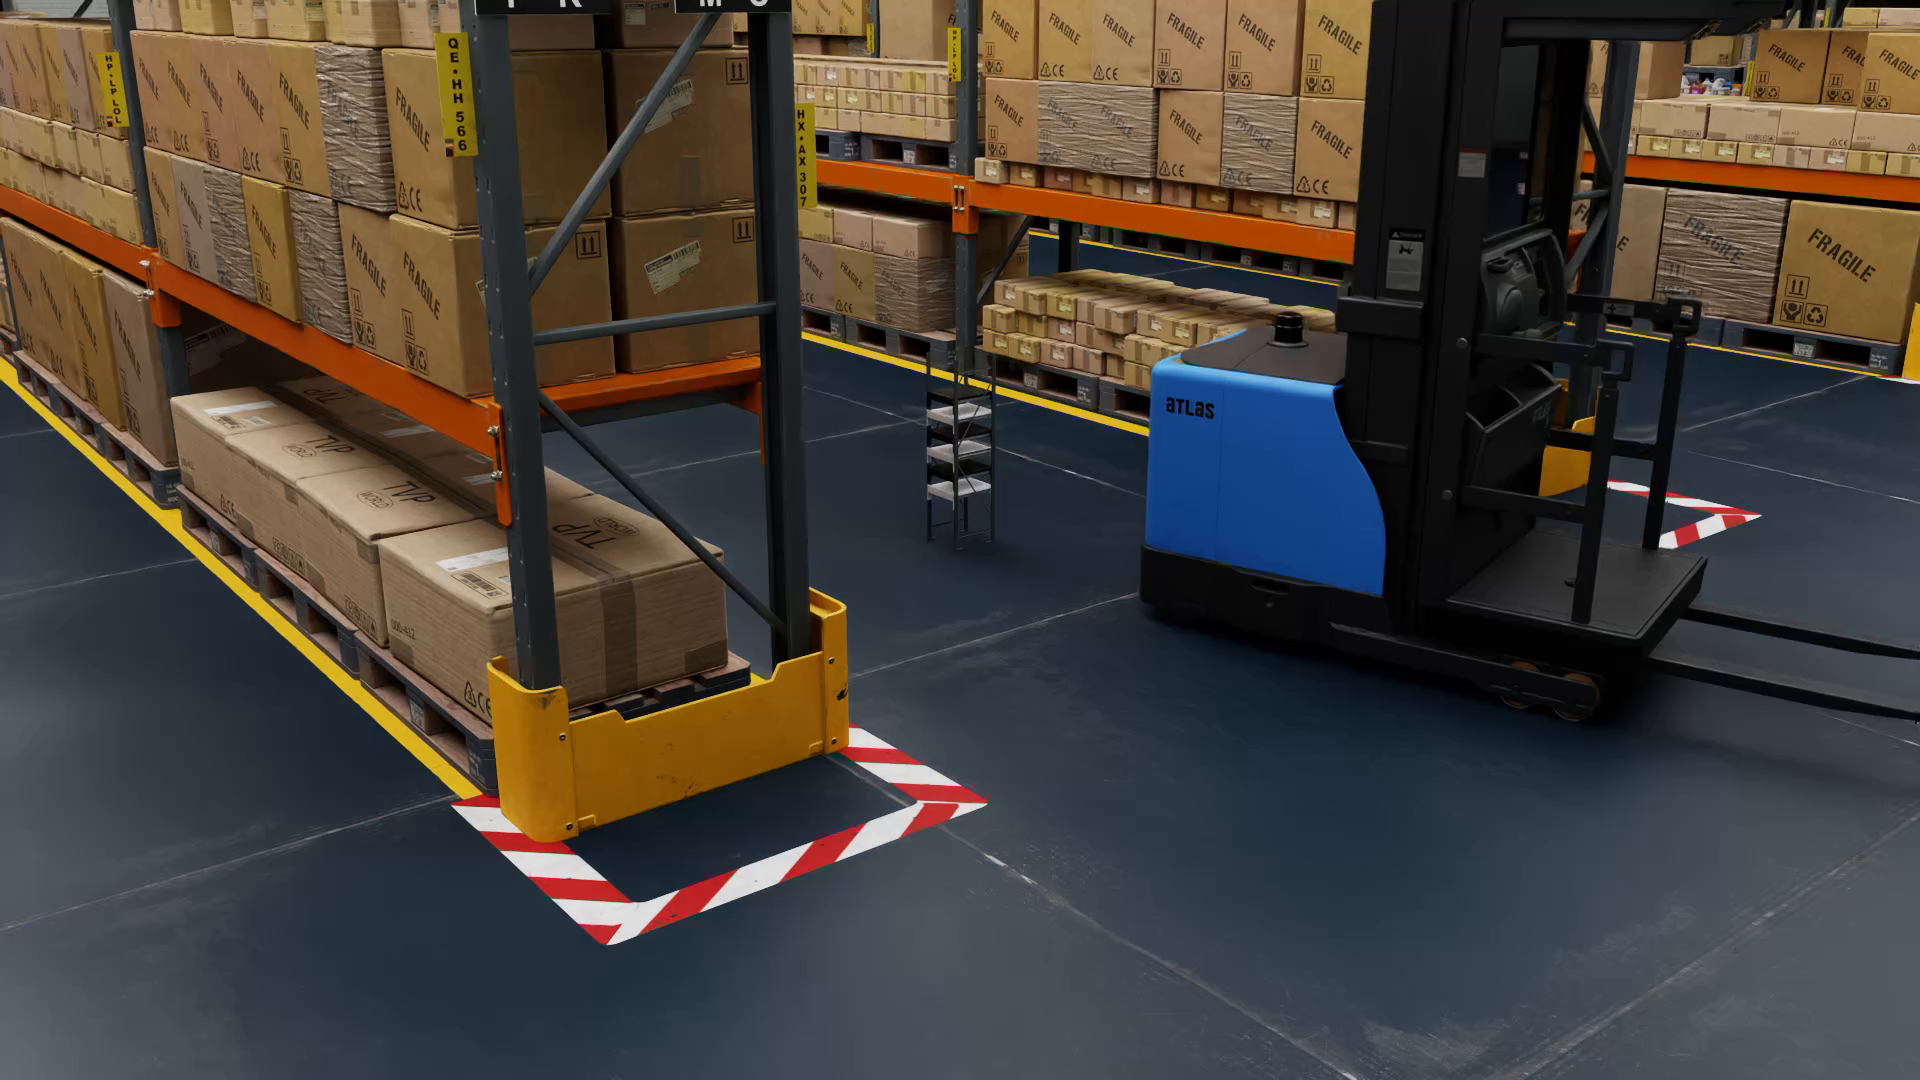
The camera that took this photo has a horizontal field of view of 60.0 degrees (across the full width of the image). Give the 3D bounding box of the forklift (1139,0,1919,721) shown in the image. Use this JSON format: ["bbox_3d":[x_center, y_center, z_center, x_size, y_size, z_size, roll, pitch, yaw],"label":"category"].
[{"bbox_3d":[2.246,-0.936,6.026,3.031,2.935,1.130,12,22,33],"label":"forklift"}]

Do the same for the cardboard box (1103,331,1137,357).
[{"bbox_3d":[1.098,-1.228,10.192,0.380,0.149,0.250,-13,22,-34],"label":"cardboard box"}]

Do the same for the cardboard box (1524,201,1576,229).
[{"bbox_3d":[2.938,-1.668,8.529,0.380,0.149,0.250,-14,23,-37],"label":"cardboard box"}]

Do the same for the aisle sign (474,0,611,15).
[{"bbox_3d":[-1.133,-1.809,4.417,0.394,0.787,0.004,-14,23,-36],"label":"aisle sign"}]

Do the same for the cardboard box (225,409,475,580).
[{"bbox_3d":[-2.557,-0.225,7.179,0.875,0.438,0.875,-15,23,-38],"label":"cardboard box"}]

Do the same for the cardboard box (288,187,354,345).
[{"bbox_3d":[-2.069,-1.019,6.008,0.500,0.500,0.500,-13,22,-35],"label":"cardboard box"}]

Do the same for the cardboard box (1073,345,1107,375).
[{"bbox_3d":[0.930,-1.153,10.441,0.380,0.149,0.250,-15,23,-37],"label":"cardboard box"}]

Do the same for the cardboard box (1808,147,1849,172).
[{"bbox_3d":[6.036,-2.617,11.394,0.380,0.149,0.250,-14,23,-36],"label":"cardboard box"}]

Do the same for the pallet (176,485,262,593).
[{"bbox_3d":[-3.008,-0.112,7.865,1.003,0.211,1.213,-14,23,-36],"label":"pallet"}]

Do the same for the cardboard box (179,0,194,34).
[{"bbox_3d":[-2.956,-2.152,6.808,0.380,0.149,0.250,-14,23,-36],"label":"cardboard box"}]

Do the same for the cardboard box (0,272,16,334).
[{"bbox_3d":[-6.245,-1.717,11.789,0.950,0.372,0.625,-16,24,-40],"label":"cardboard box"}]

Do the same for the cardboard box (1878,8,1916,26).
[{"bbox_3d":[13.929,-7.718,24.542,0.500,0.250,0.500,-14,23,-37],"label":"cardboard box"}]

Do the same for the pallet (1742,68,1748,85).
[{"bbox_3d":[10.845,-5.921,21.278,1.003,0.211,1.213,-14,23,-36],"label":"pallet"}]

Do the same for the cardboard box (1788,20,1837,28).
[{"bbox_3d":[13.215,-7.829,25.874,0.500,0.500,0.700,17,25,42],"label":"cardboard box"}]

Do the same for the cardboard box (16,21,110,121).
[{"bbox_3d":[-4.852,-2.601,9.196,0.500,0.500,0.500,-14,23,-35],"label":"cardboard box"}]

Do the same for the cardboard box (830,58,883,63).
[{"bbox_3d":[-0.790,-3.694,13.031,0.380,0.149,0.250,-14,23,-36],"label":"cardboard box"}]

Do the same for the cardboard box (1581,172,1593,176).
[{"bbox_3d":[4.697,-2.585,13.609,0.875,0.875,0.875,-14,23,-36],"label":"cardboard box"}]

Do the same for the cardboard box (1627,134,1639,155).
[{"bbox_3d":[5.078,-2.996,12.539,0.380,0.149,0.250,-14,23,-35],"label":"cardboard box"}]

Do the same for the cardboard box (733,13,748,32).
[{"bbox_3d":[-2.668,-6.880,21.644,0.500,0.500,0.500,-14,23,-36],"label":"cardboard box"}]

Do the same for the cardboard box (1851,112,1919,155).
[{"bbox_3d":[6.324,-2.725,11.084,0.500,0.250,0.500,-14,23,-37],"label":"cardboard box"}]

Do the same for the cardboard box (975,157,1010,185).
[{"bbox_3d":[0.318,-2.376,10.667,0.380,0.149,0.250,-13,22,-34],"label":"cardboard box"}]

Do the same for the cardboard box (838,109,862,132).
[{"bbox_3d":[-0.651,-3.024,11.954,0.380,0.149,0.250,-15,24,-38],"label":"cardboard box"}]

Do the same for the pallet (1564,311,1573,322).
[{"bbox_3d":[4.760,-2.046,13.706,1.003,0.211,1.213,-14,23,-36],"label":"pallet"}]

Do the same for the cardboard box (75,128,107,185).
[{"bbox_3d":[-4.199,-1.987,8.536,0.500,0.250,0.500,-13,23,-35],"label":"cardboard box"}]

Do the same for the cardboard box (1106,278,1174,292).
[{"bbox_3d":[1.174,-1.606,10.861,0.380,0.149,0.250,-14,23,-37],"label":"cardboard box"}]

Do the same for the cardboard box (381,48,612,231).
[{"bbox_3d":[-1.421,-1.247,5.107,0.500,0.500,0.500,-13,22,-34],"label":"cardboard box"}]

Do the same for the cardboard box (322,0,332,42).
[{"bbox_3d":[-1.949,-1.786,5.701,0.380,0.149,0.250,-14,23,-37],"label":"cardboard box"}]

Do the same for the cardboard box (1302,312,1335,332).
[{"bbox_3d":[2.118,-1.214,9.678,0.380,0.149,0.250,-13,22,-34],"label":"cardboard box"}]

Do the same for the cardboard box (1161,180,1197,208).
[{"bbox_3d":[1.377,-2.004,9.544,0.380,0.149,0.250,-13,22,-34],"label":"cardboard box"}]

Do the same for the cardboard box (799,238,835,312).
[{"bbox_3d":[-0.891,-2.029,12.527,0.500,0.500,0.500,-15,23,-37],"label":"cardboard box"}]

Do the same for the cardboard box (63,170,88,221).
[{"bbox_3d":[-4.509,-1.882,9.014,0.500,0.250,0.500,-15,23,-38],"label":"cardboard box"}]

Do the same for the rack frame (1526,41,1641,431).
[{"bbox_3d":[2.882,-1.644,8.055,1.000,3.000,0.127,-14,23,-36],"label":"rack frame"}]

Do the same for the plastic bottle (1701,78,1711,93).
[{"bbox_3d":[7.966,-4.791,17.763,0.097,0.271,0.097,0,18,0],"label":"plastic bottle"}]

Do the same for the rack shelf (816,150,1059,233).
[{"bbox_3d":[-0.843,-2.781,12.633,1.077,0.370,4.000,-14,23,-36],"label":"rack shelf"}]

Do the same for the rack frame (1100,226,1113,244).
[{"bbox_3d":[1.866,-4.558,16.856,1.000,3.000,0.127,-14,23,-36],"label":"rack frame"}]

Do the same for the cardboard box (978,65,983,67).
[{"bbox_3d":[0.180,-3.310,11.872,0.380,0.149,0.250,-14,23,-36],"label":"cardboard box"}]

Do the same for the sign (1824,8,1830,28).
[{"bbox_3d":[13.095,-7.862,25.119,0.100,0.325,0.005,-14,23,-36],"label":"sign"}]

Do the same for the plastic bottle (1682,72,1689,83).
[{"bbox_3d":[7.518,-4.707,17.383,0.144,0.351,0.185,-14,23,-36],"label":"plastic bottle"}]

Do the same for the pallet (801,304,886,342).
[{"bbox_3d":[-0.847,-1.798,12.957,1.003,0.211,1.213,-14,23,-36],"label":"pallet"}]

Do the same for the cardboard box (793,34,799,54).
[{"bbox_3d":[-1.799,-6.220,21.244,0.875,0.500,0.500,-14,23,-36],"label":"cardboard box"}]

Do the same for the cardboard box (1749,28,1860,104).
[{"bbox_3d":[6.110,-3.434,12.032,0.500,0.500,0.500,-15,23,-38],"label":"cardboard box"}]

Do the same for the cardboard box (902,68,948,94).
[{"bbox_3d":[-0.171,-3.119,11.295,0.380,0.149,0.250,-15,23,-38],"label":"cardboard box"}]

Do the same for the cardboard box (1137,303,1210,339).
[{"bbox_3d":[1.278,-1.311,9.970,0.380,0.149,0.250,-15,24,-38],"label":"cardboard box"}]

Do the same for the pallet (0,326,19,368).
[{"bbox_3d":[-6.386,-1.493,12.036,1.003,0.211,1.213,-14,23,-36],"label":"pallet"}]

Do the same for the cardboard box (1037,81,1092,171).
[{"bbox_3d":[0.822,-2.526,10.088,0.500,0.500,0.500,-14,23,-36],"label":"cardboard box"}]

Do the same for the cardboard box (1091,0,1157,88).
[{"bbox_3d":[1.110,-2.879,9.562,0.500,0.500,0.500,-14,23,-35],"label":"cardboard box"}]

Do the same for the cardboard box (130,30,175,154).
[{"bbox_3d":[-3.313,-1.996,7.369,0.500,0.500,0.500,-14,23,-36],"label":"cardboard box"}]

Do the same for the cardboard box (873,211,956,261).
[{"bbox_3d":[-0.262,-2.132,11.646,0.500,0.250,0.500,-15,23,-38],"label":"cardboard box"}]

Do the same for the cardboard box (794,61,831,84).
[{"bbox_3d":[-1.132,-3.502,12.453,0.380,0.149,0.250,-13,22,-34],"label":"cardboard box"}]

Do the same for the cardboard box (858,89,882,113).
[{"bbox_3d":[-0.493,-3.103,11.720,0.380,0.149,0.250,-15,23,-38],"label":"cardboard box"}]

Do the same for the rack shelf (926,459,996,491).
[{"bbox_3d":[0.005,-0.308,7.754,0.258,0.077,0.200,-14,23,-36],"label":"rack shelf"}]

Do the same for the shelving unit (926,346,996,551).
[{"bbox_3d":[0.005,-0.425,7.715,0.258,0.900,0.210,-14,23,-36],"label":"shelving unit"}]
